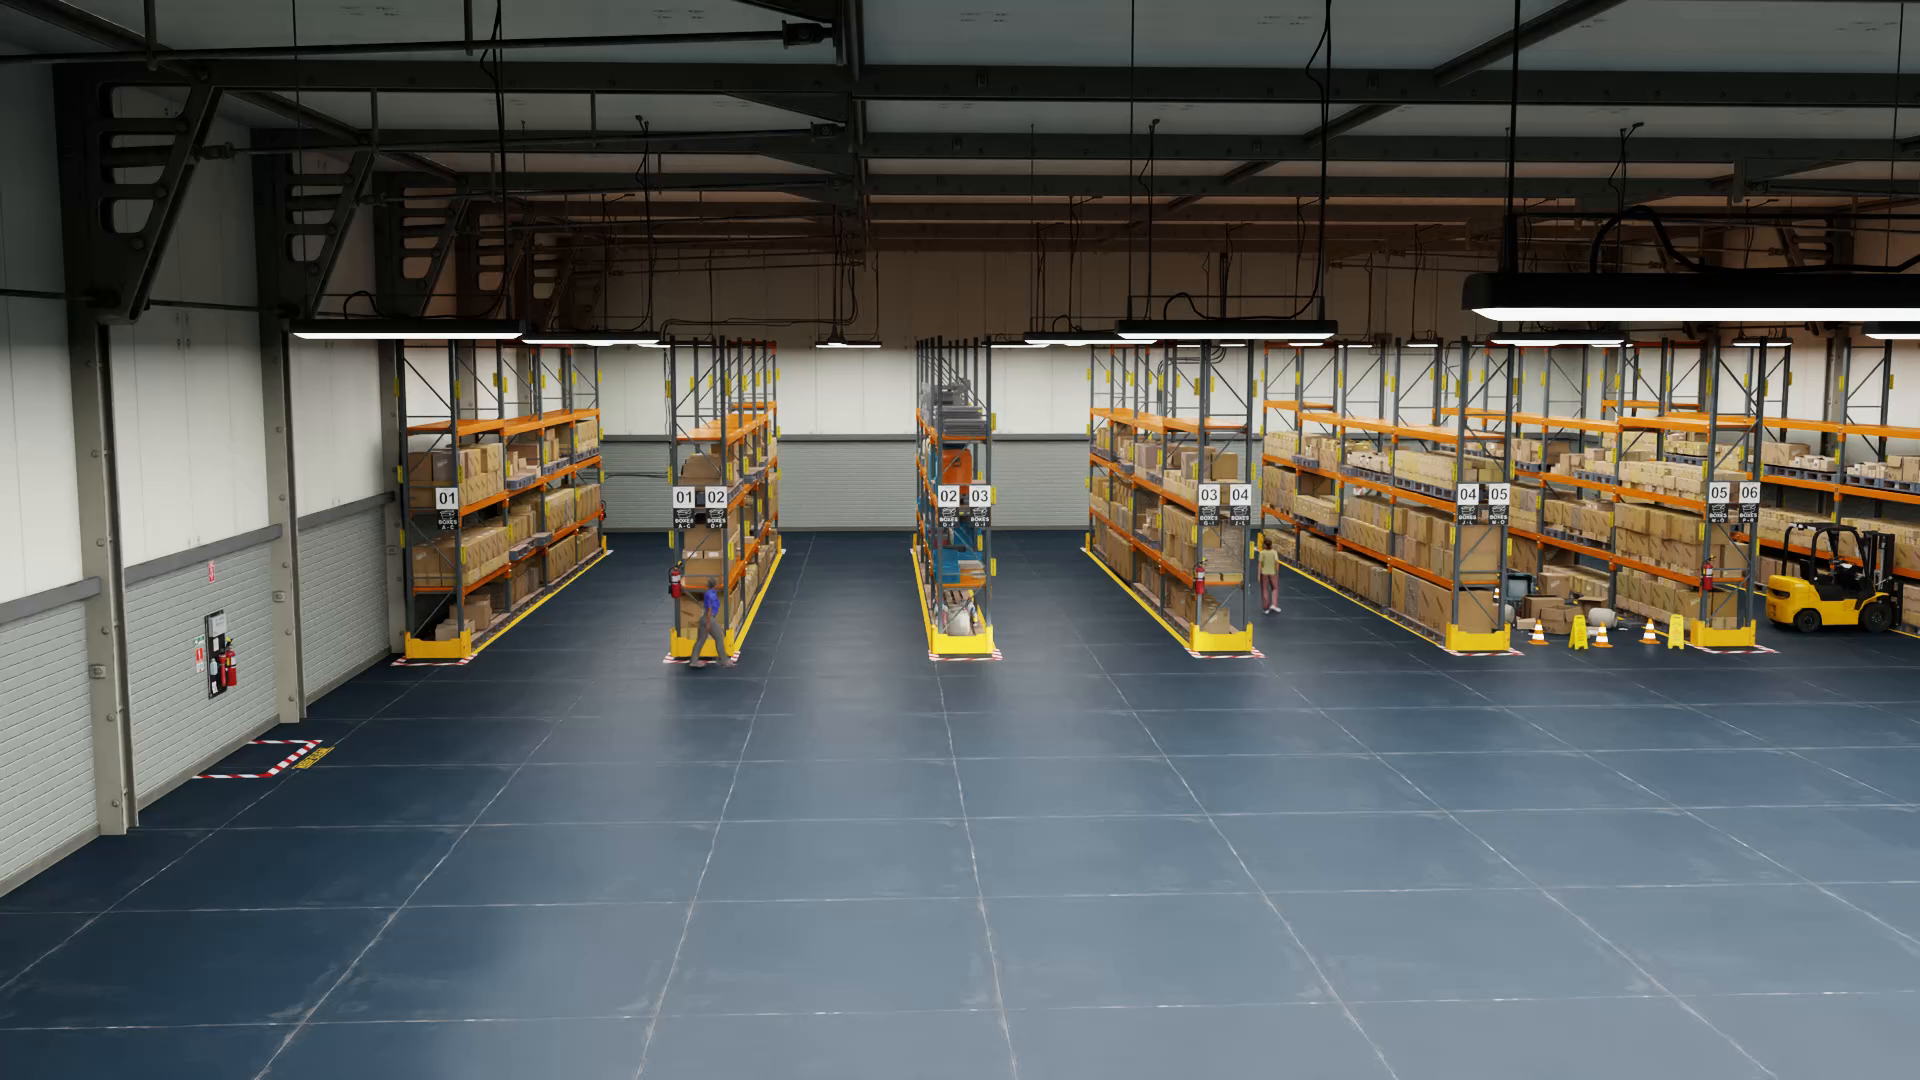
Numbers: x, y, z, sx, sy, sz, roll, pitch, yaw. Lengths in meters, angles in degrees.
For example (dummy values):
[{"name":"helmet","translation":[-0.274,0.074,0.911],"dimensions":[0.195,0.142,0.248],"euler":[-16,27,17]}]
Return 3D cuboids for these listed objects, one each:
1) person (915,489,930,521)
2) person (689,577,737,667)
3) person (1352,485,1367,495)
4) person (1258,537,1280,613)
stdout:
[{"name":"person","translation":[-1.032,-0.715,48.966],"dimensions":[0.799,1.745,0.558],"euler":[-6,9,-40]},{"name":"person","translation":[-4.508,1.492,30.151],"dimensions":[0.844,1.631,0.502],"euler":[-3,7,-26]},{"name":"person","translation":[12.451,-1.041,51.795],"dimensions":[0.928,1.760,0.538],"euler":[-5,8,-35]},{"name":"person","translation":[6.743,0.782,36.291],"dimensions":[0.498,1.669,0.531],"euler":[0,6,2]}]
